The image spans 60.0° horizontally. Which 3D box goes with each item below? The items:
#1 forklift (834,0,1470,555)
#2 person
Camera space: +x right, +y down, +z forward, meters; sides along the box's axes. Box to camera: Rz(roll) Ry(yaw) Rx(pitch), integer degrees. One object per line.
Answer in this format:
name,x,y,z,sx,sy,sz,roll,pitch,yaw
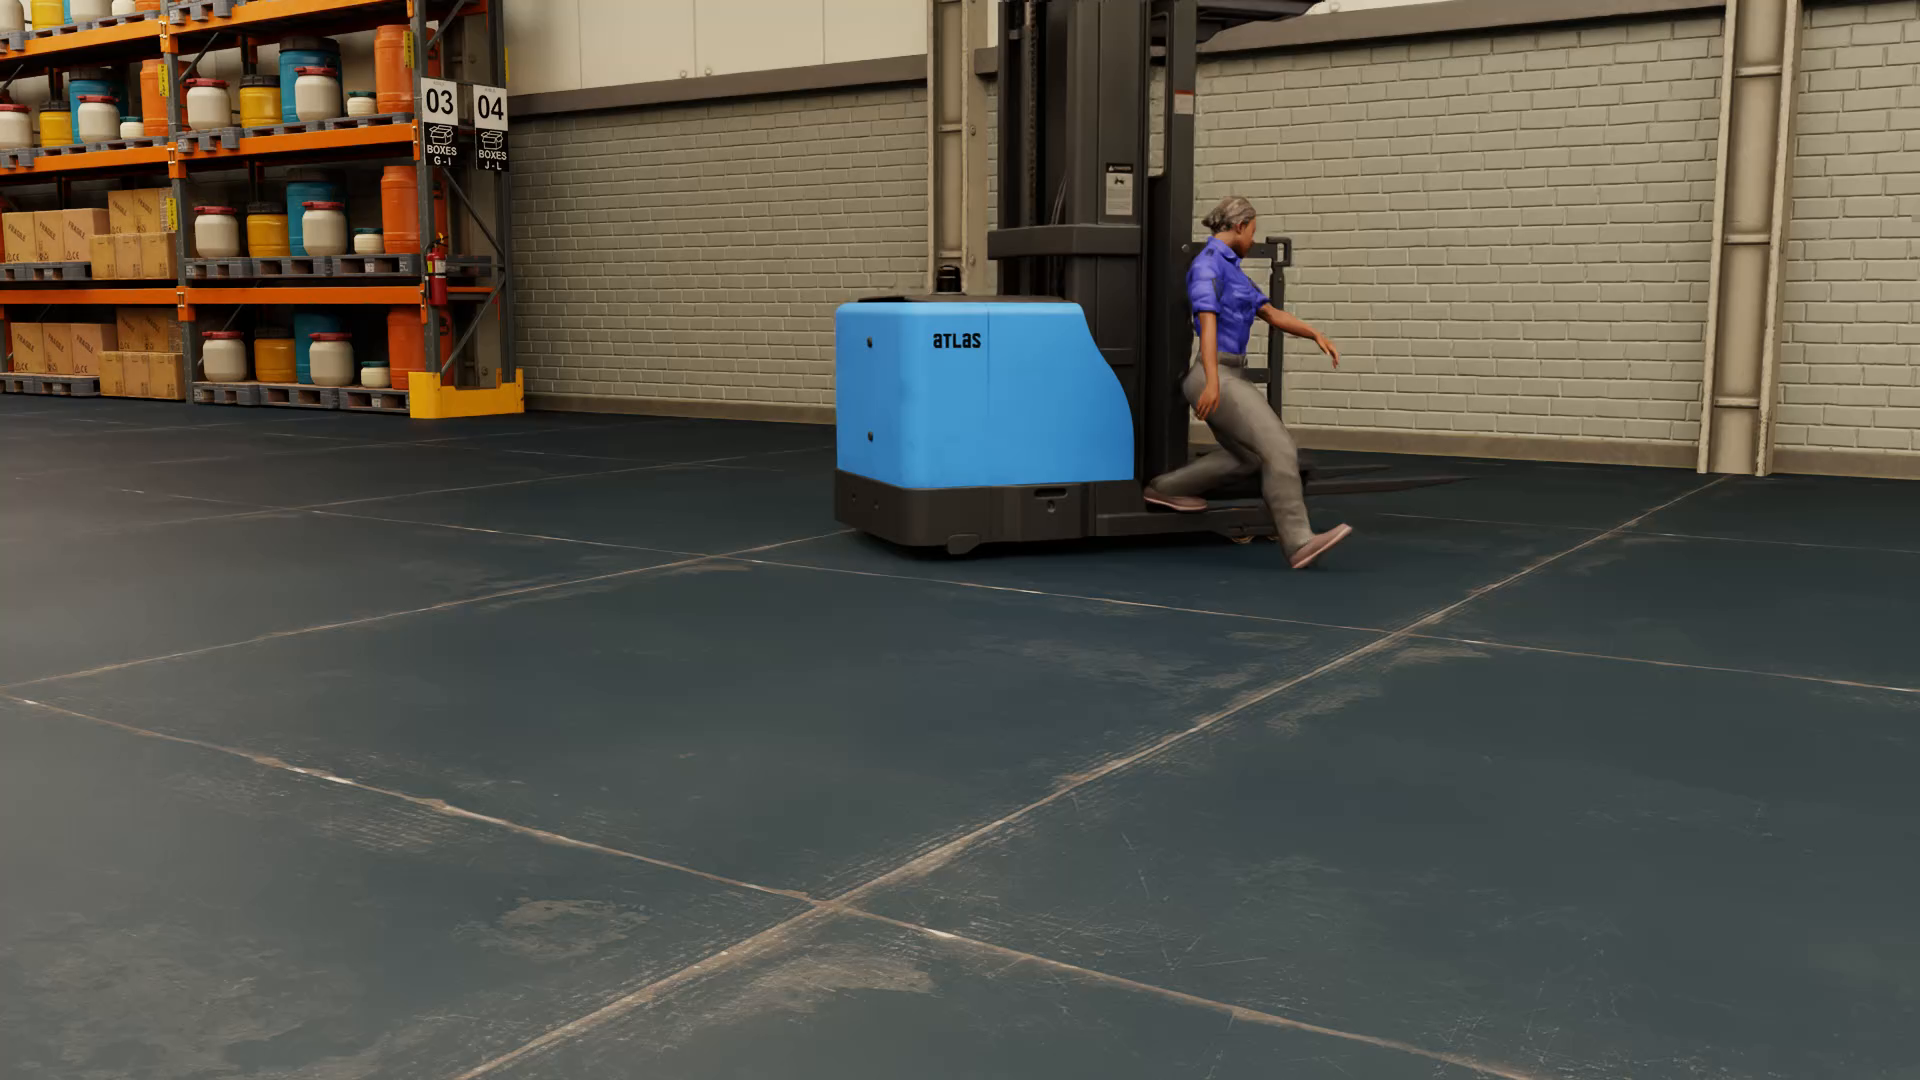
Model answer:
forklift,0.982,-1.497,7.723,3.031,2.935,1.130,-3,9,-22
person,1.174,-0.654,6.891,0.937,1.530,0.688,2,8,16
